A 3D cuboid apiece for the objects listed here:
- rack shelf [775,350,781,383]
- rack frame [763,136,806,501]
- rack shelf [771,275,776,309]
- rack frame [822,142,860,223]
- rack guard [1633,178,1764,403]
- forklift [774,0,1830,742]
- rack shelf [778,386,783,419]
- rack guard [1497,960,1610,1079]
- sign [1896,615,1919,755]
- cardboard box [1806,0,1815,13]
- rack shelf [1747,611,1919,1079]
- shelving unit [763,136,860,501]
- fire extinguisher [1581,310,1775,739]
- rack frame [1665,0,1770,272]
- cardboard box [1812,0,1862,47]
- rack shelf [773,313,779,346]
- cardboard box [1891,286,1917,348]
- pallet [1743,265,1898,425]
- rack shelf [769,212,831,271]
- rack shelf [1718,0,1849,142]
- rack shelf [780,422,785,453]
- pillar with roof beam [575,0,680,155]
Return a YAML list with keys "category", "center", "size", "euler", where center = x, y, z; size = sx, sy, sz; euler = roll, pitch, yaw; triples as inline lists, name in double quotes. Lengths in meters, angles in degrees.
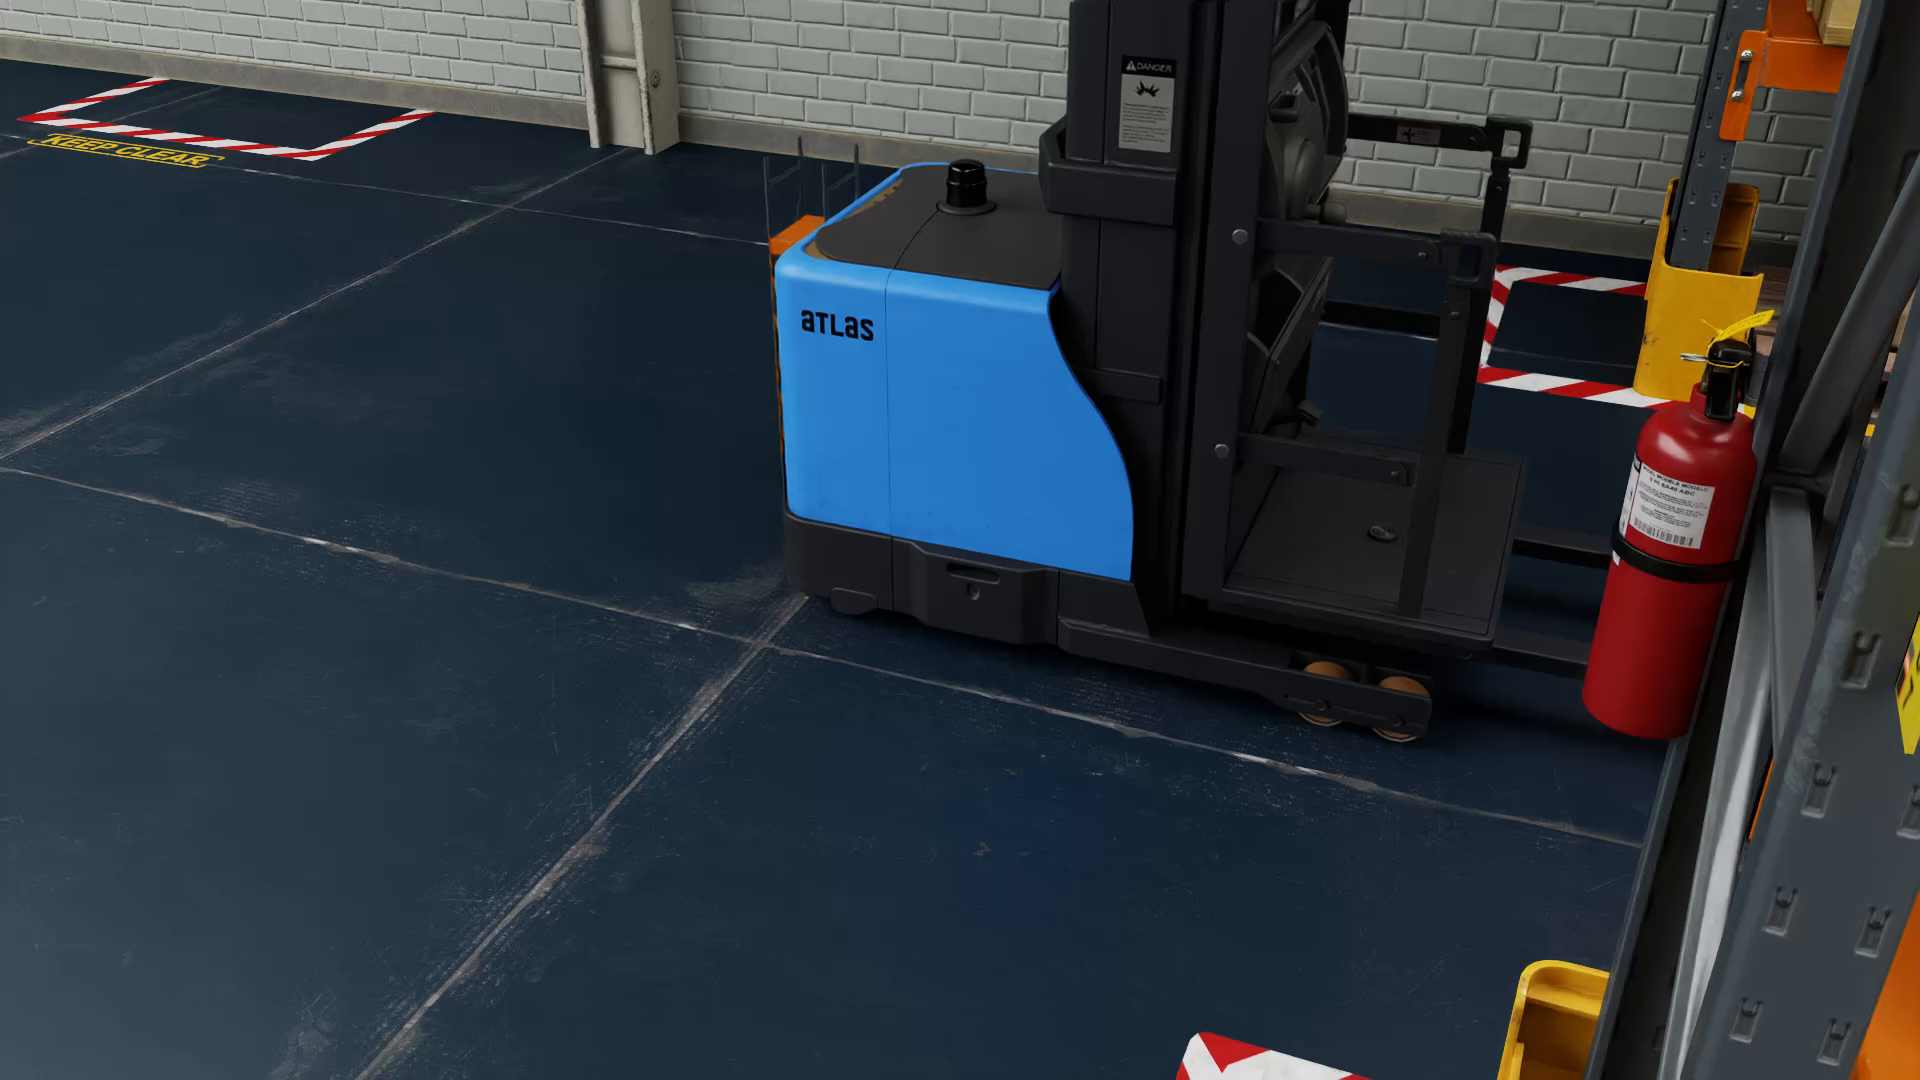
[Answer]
- category: "rack shelf"
  center: [-0.429, -0.565, 5.121]
  size: [0.180, 0.103, 0.258]
  euler: [11, 31, 18]
- category: "rack frame"
  center: [-0.514, -0.620, 5.128]
  size: [0.006, 1.200, 0.240]
  euler: [11, 31, 18]
- category: "rack shelf"
  center: [-0.429, -0.774, 5.003]
  size: [0.180, 0.103, 0.258]
  euler: [11, 31, 18]
- category: "rack frame"
  center: [-0.343, -0.588, 5.070]
  size: [0.006, 1.200, 0.240]
  euler: [11, 31, 18]
- category: "rack guard"
  center: [2.891, -0.996, 6.503]
  size: [0.348, 0.500, 1.175]
  euler: [11, 31, 19]
- category: "forklift"
  center: [1.060, -1.048, 4.126]
  size: [3.031, 2.935, 1.130]
  euler: [11, 31, 18]
- category: "rack shelf"
  center: [-0.429, -0.461, 5.180]
  size: [0.180, 0.103, 0.258]
  euler: [11, 31, 18]
- category: "rack guard"
  center: [0.939, 1.245, 2.539]
  size: [0.348, 0.500, 1.175]
  euler: [11, 31, 19]
- category: "sign"
  center: [0.747, 0.002, 1.237]
  size: [0.005, 0.325, 0.100]
  euler: [11, 31, 19]
- category: "cardboard box"
  center: [3.327, -2.043, 5.948]
  size: [0.500, 0.250, 0.500]
  euler: [12, 32, 20]
- category: "rack shelf"
  center: [2.815, 0.845, 1.438]
  size: [4.000, 0.370, 1.077]
  euler: [11, 31, 19]
- category: "shelving unit"
  center: [-0.429, -0.604, 5.099]
  size: [0.189, 1.200, 0.258]
  euler: [11, 31, 18]
- category: "fire extinguisher"
  center: [1.027, -0.038, 2.348]
  size: [0.183, 0.674, 0.296]
  euler: [11, 31, 19]
- category: "rack frame"
  center: [2.821, -2.098, 5.913]
  size: [0.127, 3.000, 1.000]
  euler: [11, 31, 19]
- category: "cardboard box"
  center: [3.154, -1.806, 5.529]
  size: [0.500, 0.250, 0.500]
  euler: [10, 31, 18]
- category: "rack shelf"
  center: [-0.429, -0.670, 5.062]
  size: [0.180, 0.103, 0.258]
  euler: [11, 31, 18]
- category: "cardboard box"
  center: [3.428, -0.950, 6.167]
  size: [0.500, 0.311, 0.500]
  euler: [8, 30, 13]
- category: "pallet"
  center: [3.631, -0.703, 6.280]
  size: [1.213, 0.211, 1.003]
  euler: [11, 31, 19]
- category: "rack shelf"
  center: [-0.429, -0.879, 4.944]
  size: [0.180, 0.103, 0.258]
  euler: [11, 31, 18]
- category: "rack shelf"
  center: [4.674, -1.415, 5.435]
  size: [4.000, 0.370, 1.077]
  euler: [11, 31, 19]
- category: "rack shelf"
  center: [-0.429, -0.356, 5.239]
  size: [0.180, 0.103, 0.258]
  euler: [11, 31, 18]
- category: "pillar with roof beam"
  center: [-3.384, -4.121, 3.397]
  size: [0.400, 9.000, 9.100]
  euler: [11, 31, 19]
